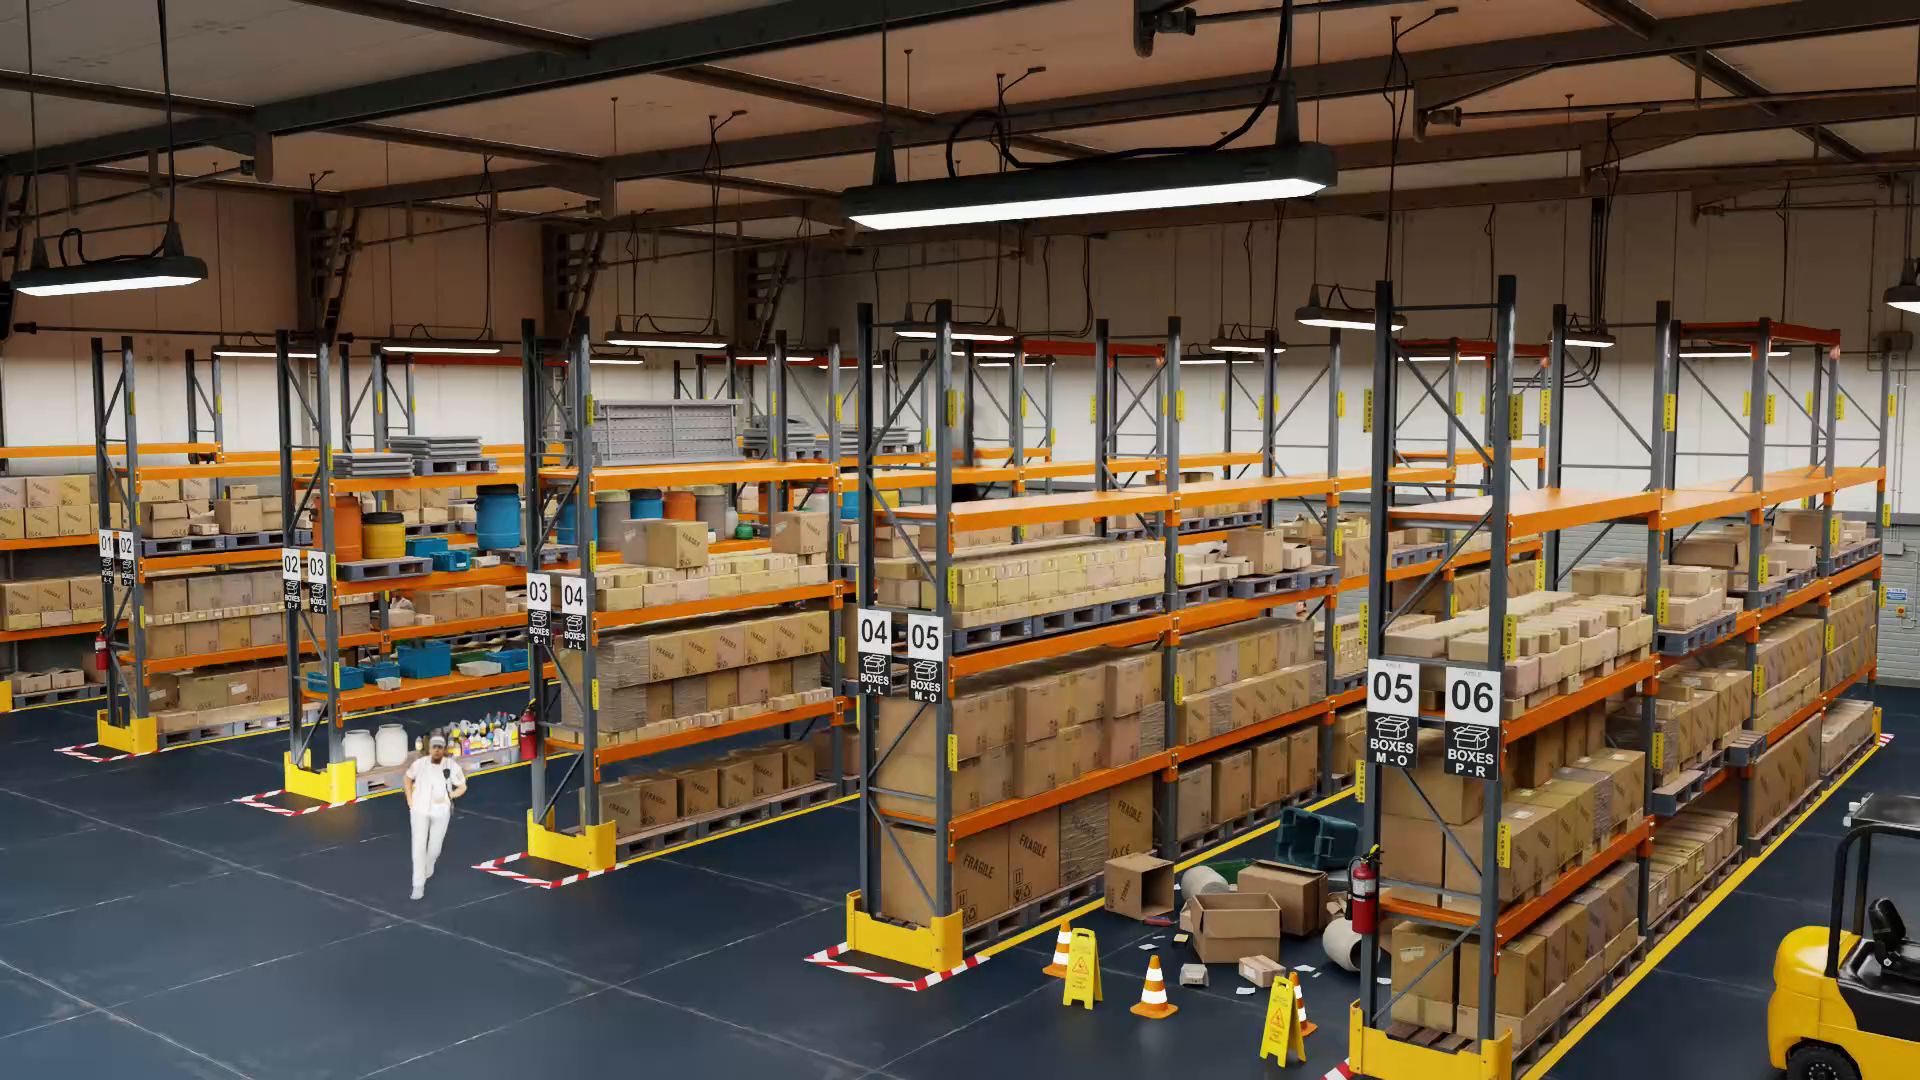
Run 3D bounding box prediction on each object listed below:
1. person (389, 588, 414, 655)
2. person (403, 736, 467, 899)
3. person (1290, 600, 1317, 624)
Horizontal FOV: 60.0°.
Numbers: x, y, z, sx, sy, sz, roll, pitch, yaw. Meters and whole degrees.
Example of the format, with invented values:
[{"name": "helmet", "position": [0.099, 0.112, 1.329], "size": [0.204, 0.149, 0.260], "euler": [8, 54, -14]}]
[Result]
[{"name": "person", "position": [-10.222, 1.661, 30.168], "size": [0.639, 1.756, 0.525], "euler": [3, 6, 28]}, {"name": "person", "position": [-5.502, 2.861, 17.437], "size": [0.647, 1.660, 0.800], "euler": [-1, 5, -12]}, {"name": "person", "position": [5.935, 1.840, 28.935], "size": [0.595, 1.622, 0.552], "euler": [2, 6, 26]}]
